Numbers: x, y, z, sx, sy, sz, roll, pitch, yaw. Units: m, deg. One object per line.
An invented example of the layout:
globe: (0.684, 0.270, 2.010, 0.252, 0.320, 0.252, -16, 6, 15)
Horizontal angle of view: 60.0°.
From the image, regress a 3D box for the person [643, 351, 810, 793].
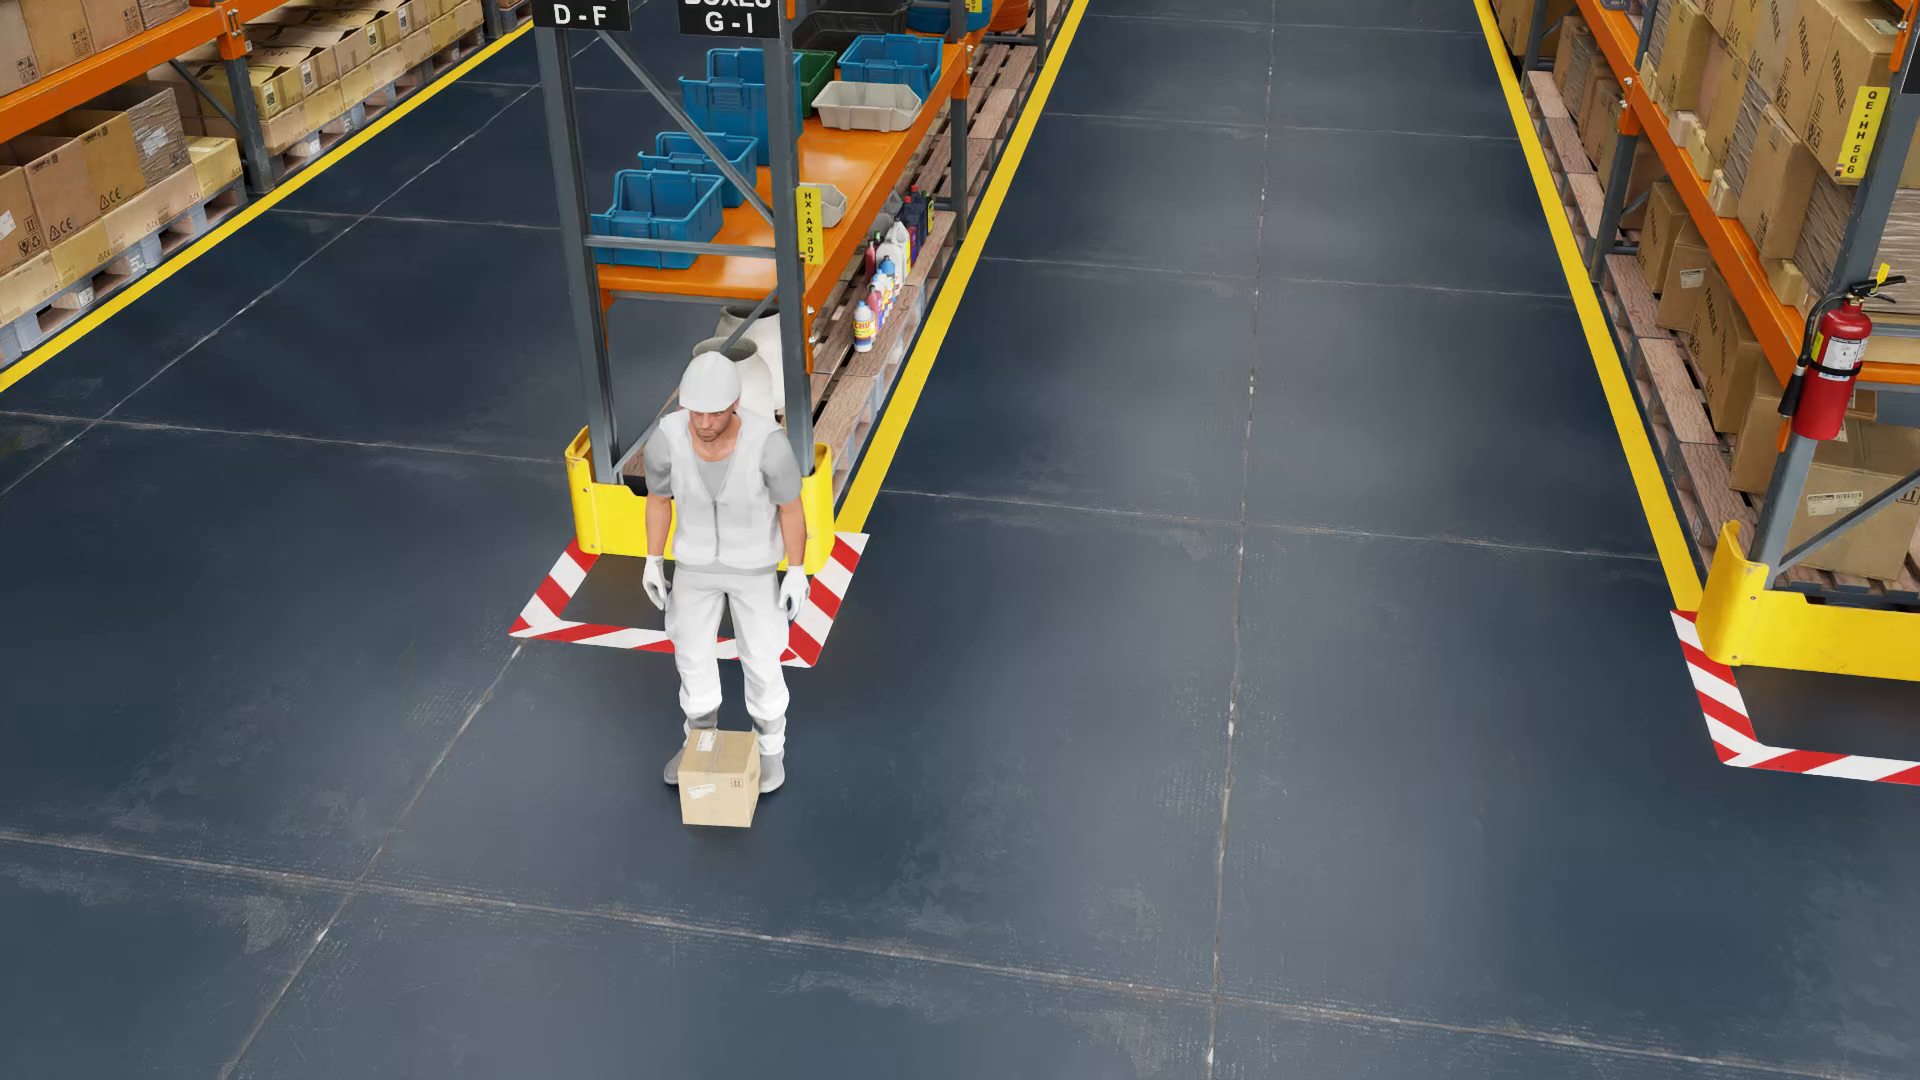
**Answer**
person: (-0.839, 0.118, 5.937, 0.608, 1.777, 0.453, 4, 32, 6)
